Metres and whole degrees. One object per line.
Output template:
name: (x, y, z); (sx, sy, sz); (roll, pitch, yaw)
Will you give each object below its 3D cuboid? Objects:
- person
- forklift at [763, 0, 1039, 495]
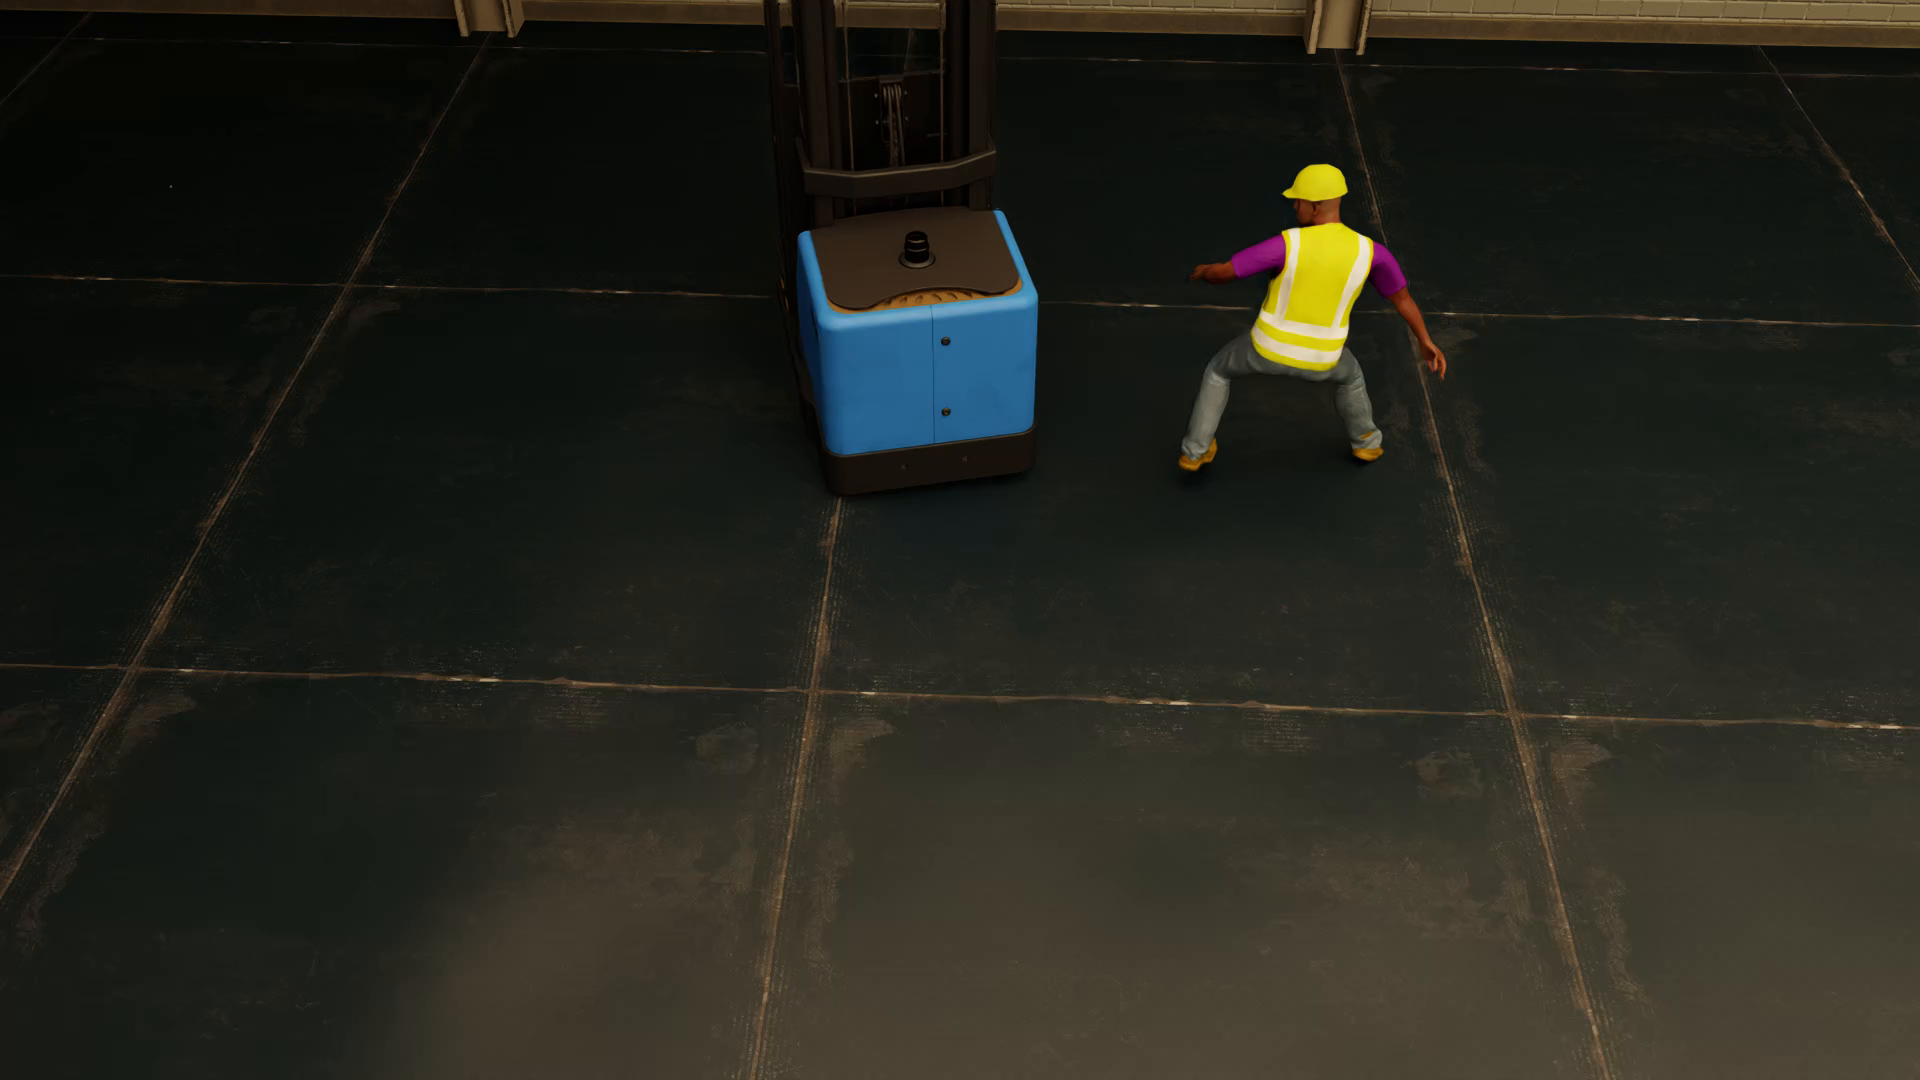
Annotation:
person: (1.655, -0.940, 7.828); (1.194, 1.705, 0.547); (5, 43, 6)
forklift: (-0.421, -2.304, 8.267); (1.130, 2.935, 3.031); (-8, 43, -8)
